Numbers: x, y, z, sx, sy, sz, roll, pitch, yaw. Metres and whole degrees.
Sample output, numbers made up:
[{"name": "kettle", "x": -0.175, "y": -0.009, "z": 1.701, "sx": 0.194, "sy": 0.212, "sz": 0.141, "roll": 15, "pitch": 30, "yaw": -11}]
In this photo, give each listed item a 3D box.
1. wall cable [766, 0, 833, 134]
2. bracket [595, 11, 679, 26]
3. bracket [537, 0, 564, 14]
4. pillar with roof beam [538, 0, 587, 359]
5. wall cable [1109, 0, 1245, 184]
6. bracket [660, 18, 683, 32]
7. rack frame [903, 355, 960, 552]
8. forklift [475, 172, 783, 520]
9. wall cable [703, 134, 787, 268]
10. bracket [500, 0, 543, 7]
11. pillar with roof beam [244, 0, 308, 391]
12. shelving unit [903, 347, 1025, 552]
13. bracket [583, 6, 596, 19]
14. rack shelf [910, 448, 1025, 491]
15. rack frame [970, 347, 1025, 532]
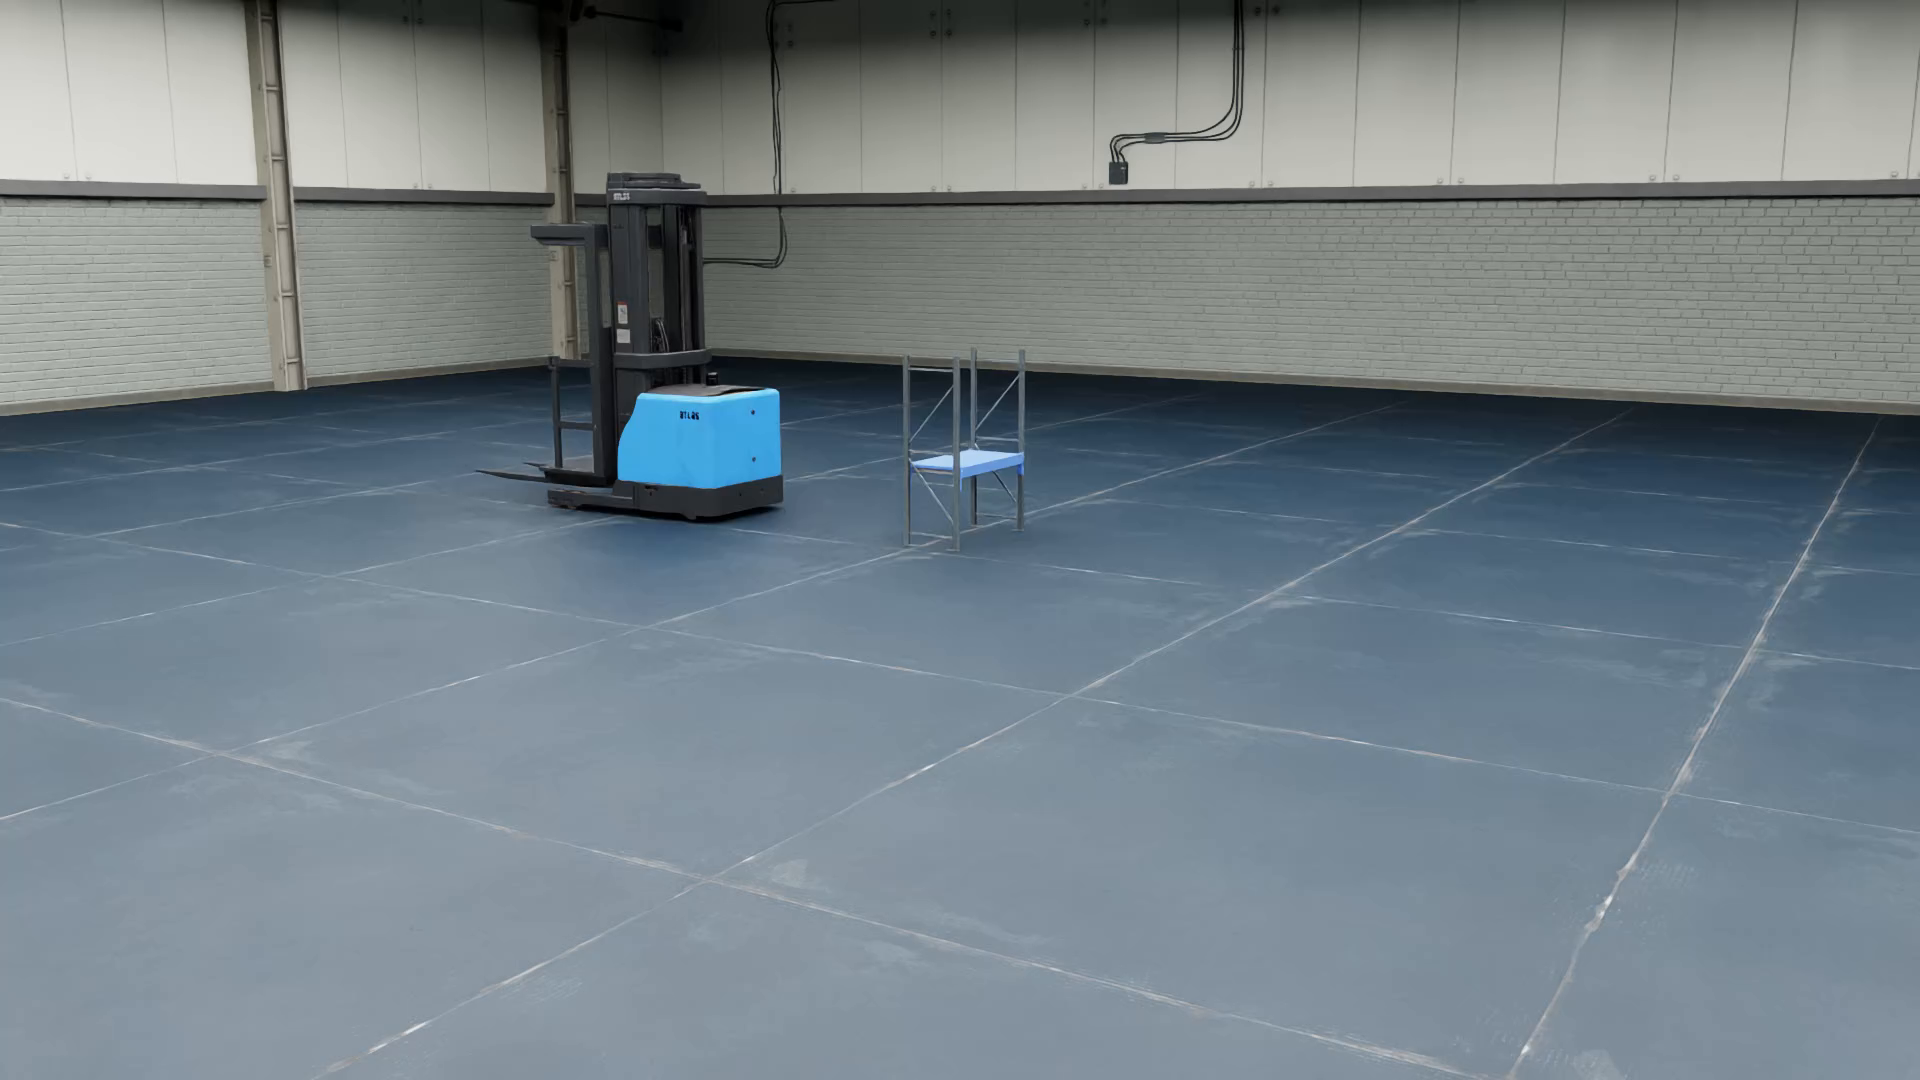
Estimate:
[{"name": "wall cable", "x": -2.307, "y": -8.732, "z": 30.270, "sx": 3.097, "sy": 2.526, "sz": 0.112, "roll": 6, "pitch": 12, "yaw": 31}, {"name": "bracket", "x": -5.836, "y": -9.778, "z": 31.360, "sx": 0.076, "sy": 0.066, "sz": 3.189, "roll": 6, "pitch": 12, "yaw": 31}, {"name": "bracket", "x": -7.191, "y": -9.367, "z": 29.168, "sx": 0.235, "sy": 0.232, "sz": 0.430, "roll": 6, "pitch": 12, "yaw": 31}, {"name": "pillar with roof beam", "x": -3.599, "y": -7.286, "z": 27.832, "sx": 9.100, "sy": 9.000, "sz": 0.548, "roll": 6, "pitch": 12, "yaw": 31}, {"name": "wall cable", "x": 3.487, "y": -8.796, "z": 26.659, "sx": 2.305, "sy": 6.003, "sz": 0.169, "roll": 6, "pitch": 12, "yaw": 31}, {"name": "bracket", "x": -5.529, "y": -9.871, "z": 31.857, "sx": 0.235, "sy": 0.232, "sz": 0.430, "roll": 6, "pitch": 12, "yaw": 31}, {"name": "rack frame", "x": -0.220, "y": -0.671, "z": 12.875, "sx": 0.500, "sy": 1.500, "sz": 0.032, "roll": 6, "pitch": 12, "yaw": 31}, {"name": "forklift", "x": -3.104, "y": -1.787, "z": 14.950, "sx": 3.031, "sy": 2.935, "sz": 1.130, "roll": 6, "pitch": 12, "yaw": 31}, {"name": "wall cable", "x": -4.619, "y": -6.508, "z": 32.115, "sx": 3.097, "sy": 2.526, "sz": 0.112, "roll": 6, "pitch": 12, "yaw": 31}, {"name": "bracket", "x": -8.528, "y": -8.962, "z": 27.004, "sx": 0.076, "sy": 0.066, "sz": 4.783, "roll": 6, "pitch": 12, "yaw": 31}, {"name": "pillar with roof beam", "x": -6.714, "y": -6.342, "z": 22.792, "sx": 9.100, "sy": 9.000, "sz": 0.400, "roll": 6, "pitch": 12, "yaw": 31}, {"name": "shelving unit", "x": 0.044, "y": -0.751, "z": 13.302, "sx": 0.538, "sy": 1.500, "sz": 1.048, "roll": 6, "pitch": 12, "yaw": 31}, {"name": "bracket", "x": -6.760, "y": -9.498, "z": 29.866, "sx": 0.235, "sy": 0.232, "sz": 0.430, "roll": 6, "pitch": 12, "yaw": 31}, {"name": "rack shelf", "x": 0.044, "y": -0.574, "z": 13.335, "sx": 0.538, "sy": 0.185, "sz": 1.000, "roll": 6, "pitch": 12, "yaw": 31}, {"name": "rack frame", "x": 0.308, "y": -0.831, "z": 13.729, "sx": 0.500, "sy": 1.500, "sz": 0.032, "roll": 6, "pitch": 12, "yaw": 31}]
